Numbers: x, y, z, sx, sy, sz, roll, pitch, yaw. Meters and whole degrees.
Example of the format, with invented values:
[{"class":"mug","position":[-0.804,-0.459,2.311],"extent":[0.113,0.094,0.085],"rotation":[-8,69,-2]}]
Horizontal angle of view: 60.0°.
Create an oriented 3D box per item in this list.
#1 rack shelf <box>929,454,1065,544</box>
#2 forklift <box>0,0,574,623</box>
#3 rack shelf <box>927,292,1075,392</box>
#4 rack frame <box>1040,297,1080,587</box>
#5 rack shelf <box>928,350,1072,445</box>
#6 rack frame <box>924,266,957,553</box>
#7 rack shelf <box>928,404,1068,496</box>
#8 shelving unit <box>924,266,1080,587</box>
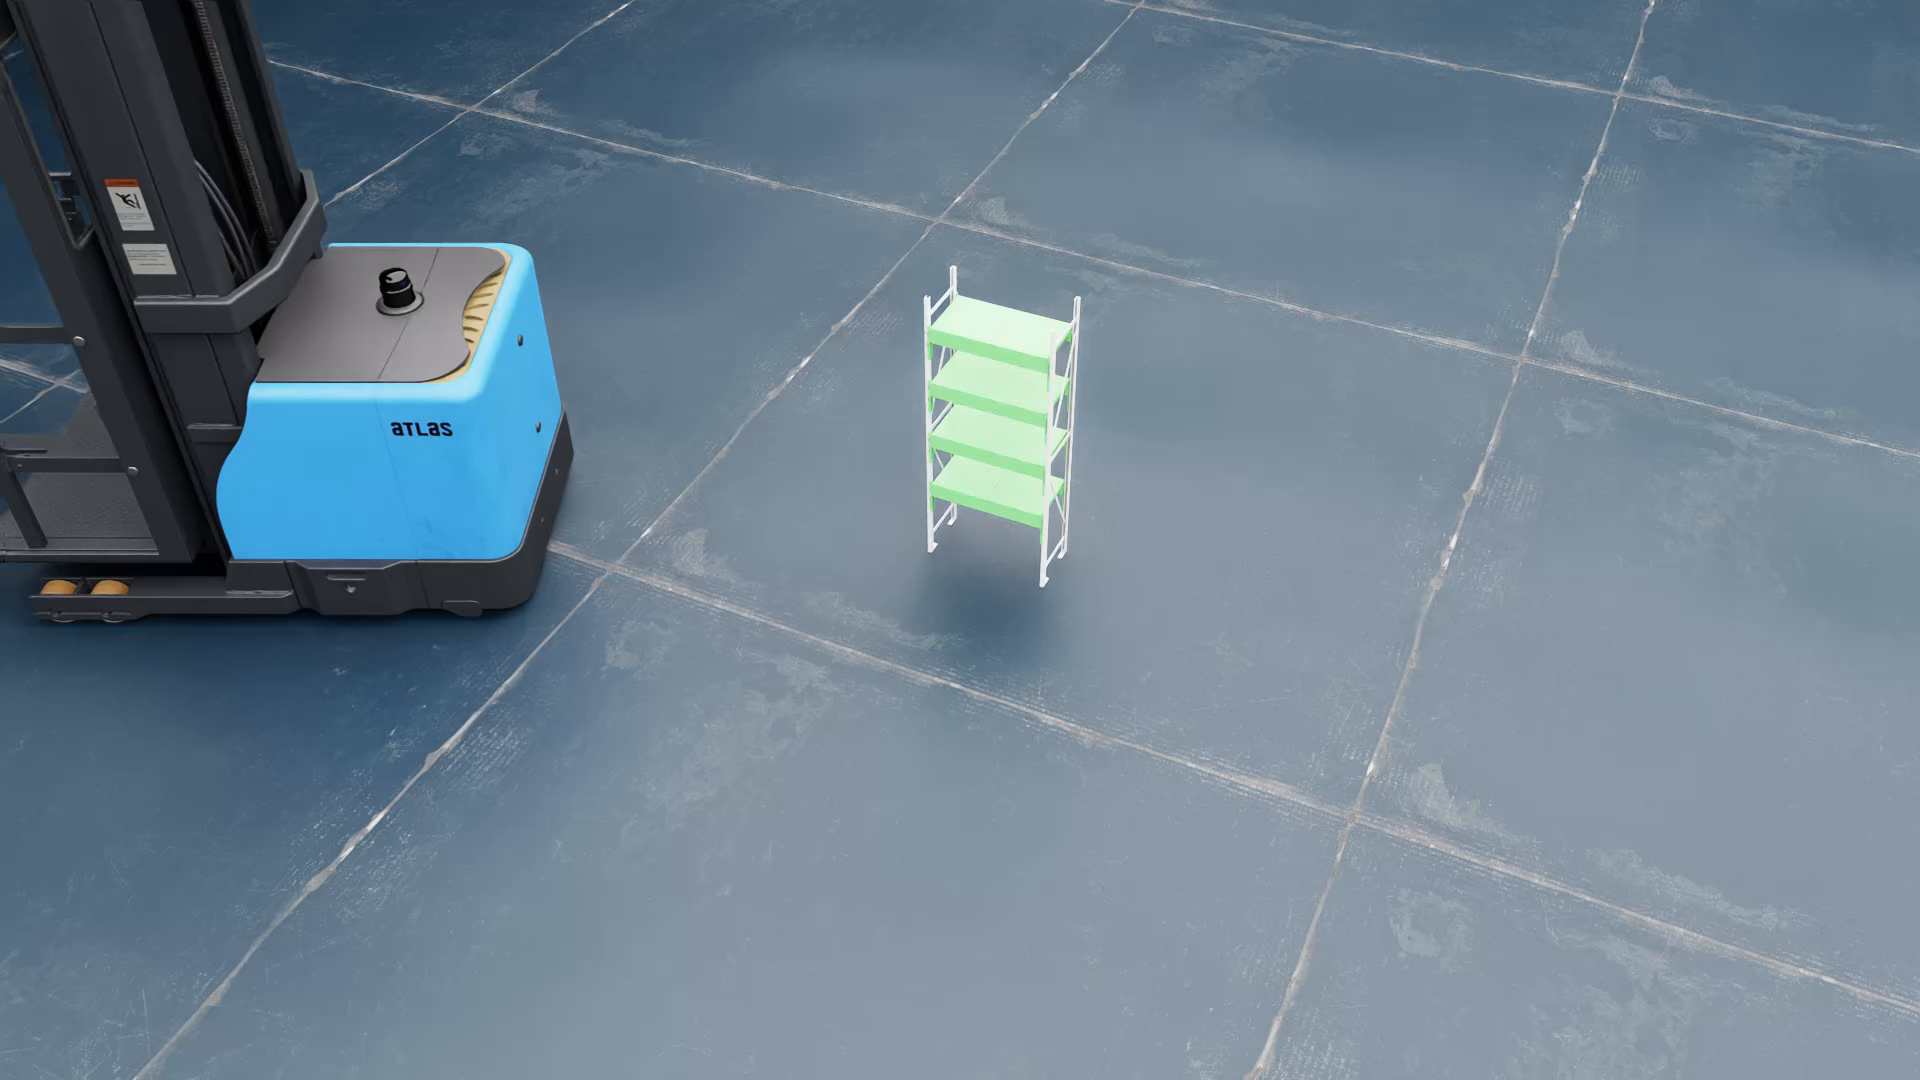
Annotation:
[{"class":"rack shelf","position":[0.150,-0.178,6.503],"extent":[0.480,0.148,0.258],"rotation":[17,44,19]},{"class":"forklift","position":[-3.155,-1.138,5.825],"extent":[3.031,2.935,1.130],"rotation":[0,41,0]},{"class":"rack shelf","position":[0.150,-0.722,6.032],"extent":[0.480,0.148,0.258],"rotation":[17,44,19]},{"class":"rack frame","position":[0.371,-0.340,6.226],"extent":[0.015,1.200,0.240],"rotation":[17,44,19]},{"class":"rack shelf","position":[0.150,-0.541,6.189],"extent":[0.480,0.148,0.258],"rotation":[17,44,19]},{"class":"rack frame","position":[-0.071,-0.475,6.382],"extent":[0.015,1.200,0.240],"rotation":[17,44,19]},{"class":"rack shelf","position":[0.150,-0.359,6.346],"extent":[0.480,0.148,0.258],"rotation":[17,44,19]},{"class":"shelving unit","position":[0.150,-0.408,6.304],"extent":[0.503,1.200,0.258],"rotation":[17,44,19]}]
